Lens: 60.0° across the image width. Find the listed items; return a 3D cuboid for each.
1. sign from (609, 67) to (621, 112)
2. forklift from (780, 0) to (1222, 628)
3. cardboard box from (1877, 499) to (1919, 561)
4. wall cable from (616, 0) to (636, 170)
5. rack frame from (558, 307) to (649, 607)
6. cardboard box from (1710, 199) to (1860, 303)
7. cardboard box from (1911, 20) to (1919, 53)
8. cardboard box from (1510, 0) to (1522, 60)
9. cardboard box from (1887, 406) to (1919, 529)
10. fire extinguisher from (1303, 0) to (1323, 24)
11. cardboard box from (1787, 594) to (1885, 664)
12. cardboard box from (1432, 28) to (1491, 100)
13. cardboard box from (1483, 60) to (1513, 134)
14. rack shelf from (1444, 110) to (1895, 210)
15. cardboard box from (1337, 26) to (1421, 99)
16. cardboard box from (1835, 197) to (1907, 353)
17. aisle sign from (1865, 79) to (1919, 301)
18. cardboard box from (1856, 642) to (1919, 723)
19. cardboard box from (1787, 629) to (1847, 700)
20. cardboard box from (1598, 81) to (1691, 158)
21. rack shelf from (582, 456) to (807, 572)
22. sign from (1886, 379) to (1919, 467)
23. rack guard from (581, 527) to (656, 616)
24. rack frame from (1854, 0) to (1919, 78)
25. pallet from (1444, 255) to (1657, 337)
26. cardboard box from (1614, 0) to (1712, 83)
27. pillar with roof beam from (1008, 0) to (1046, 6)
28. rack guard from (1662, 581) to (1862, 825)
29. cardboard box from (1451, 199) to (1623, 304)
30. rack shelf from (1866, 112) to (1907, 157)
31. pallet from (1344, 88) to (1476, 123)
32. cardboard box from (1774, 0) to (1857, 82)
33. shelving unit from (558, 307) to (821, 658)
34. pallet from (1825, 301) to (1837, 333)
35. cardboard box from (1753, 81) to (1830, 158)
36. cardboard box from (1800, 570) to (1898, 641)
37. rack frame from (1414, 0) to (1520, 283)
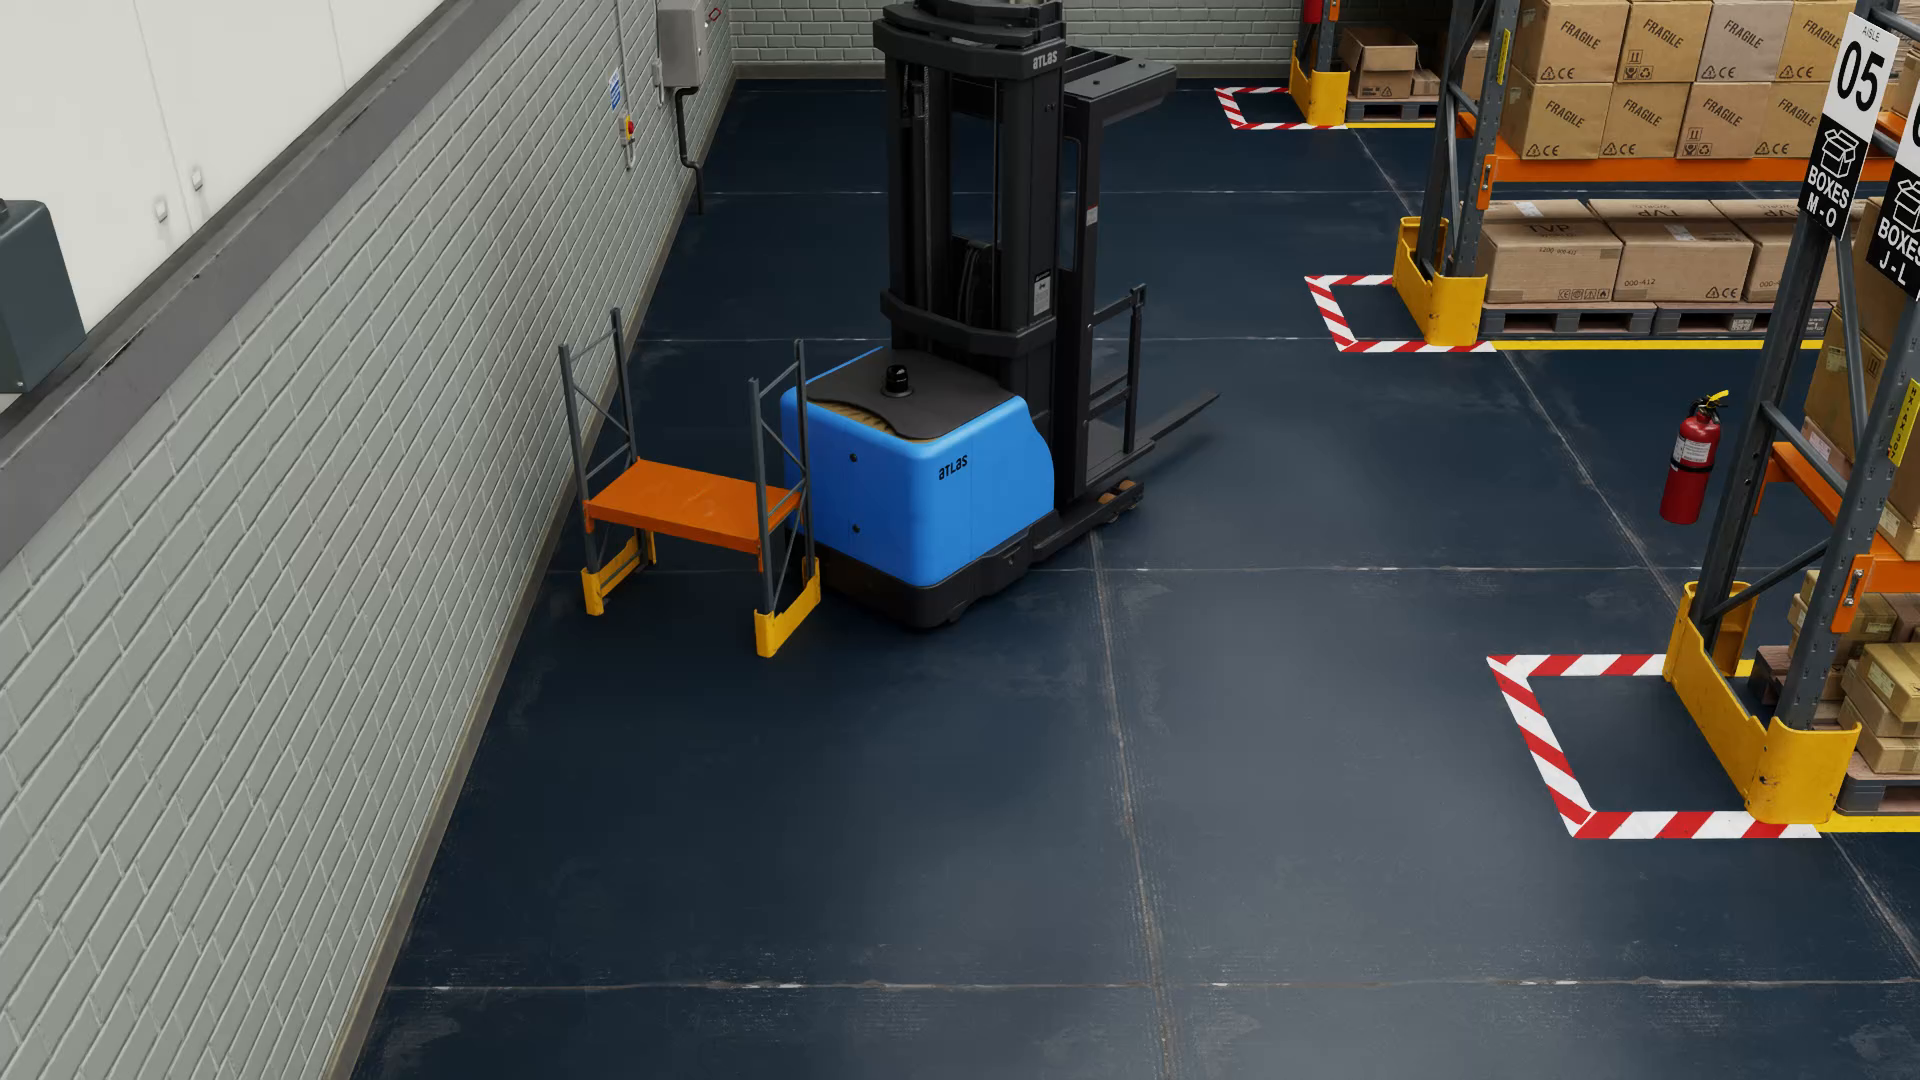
[{"bbox_3d":[-2.283,-2.980,11.009,0.001,0.218,0.327,0,31,0],"label":"sign"},{"bbox_3d":[0.401,-1.501,8.898,1.130,2.935,3.031,24,38,33],"label":"forklift"},{"bbox_3d":[3.873,-0.076,6.725,0.250,0.149,0.380,0,31,-1],"label":"cardboard box"},{"bbox_3d":[-2.222,-3.337,10.849,0.123,1.953,0.585,0,31,0],"label":"wall cable"},{"bbox_3d":[-1.797,-0.395,8.455,0.032,1.500,0.500,12,33,19],"label":"rack frame"},{"bbox_3d":[5.892,-2.067,11.829,0.875,0.438,0.875,-1,31,-2],"label":"cardboard box"},{"bbox_3d":[4.006,-1.917,6.289,0.500,0.250,0.500,-1,31,-2],"label":"cardboard box"},{"bbox_3d":[3.897,-3.515,11.091,0.500,0.500,0.500,1,31,1],"label":"cardboard box"},{"bbox_3d":[3.998,-0.380,6.601,0.500,0.500,0.500,1,31,2],"label":"cardboard box"},{"bbox_3d":[3.238,-5.061,15.134,0.183,0.674,0.296,0,31,0],"label":"fire extinguisher"},{"bbox_3d":[4.073,0.410,7.739,0.250,0.149,0.380,-1,31,-2],"label":"cardboard box"},{"bbox_3d":[4.850,-4.540,15.846,0.500,0.500,0.700,1,31,2],"label":"cardboard box"},{"bbox_3d":[3.897,-3.101,11.373,0.500,0.500,0.500,0,31,0],"label":"cardboard box"},{"bbox_3d":[5.416,-2.618,11.367,4.000,0.370,1.077,0,31,0],"label":"rack shelf"},{"bbox_3d":[3.995,-4.559,15.874,0.637,0.503,0.797,-1,31,-2],"label":"cardboard box"},{"bbox_3d":[4.003,-1.080,6.791,0.500,0.500,0.500,-1,31,-1],"label":"cardboard box"},{"bbox_3d":[3.476,-1.308,6.007,0.004,0.787,0.394,0,31,0],"label":"aisle sign"},{"bbox_3d":[4.073,0.608,7.127,0.250,0.149,0.380,-2,31,-3],"label":"cardboard box"},{"bbox_3d":[4.072,0.577,7.750,0.250,0.149,0.380,0,31,1],"label":"cardboard box"},{"bbox_3d":[4.404,-2.831,10.927,0.500,0.500,0.500,-1,31,-1],"label":"cardboard box"},{"bbox_3d":[-1.326,-0.142,8.385,1.000,0.185,0.538,12,33,19],"label":"rack shelf"},{"bbox_3d":[3.550,-0.441,6.250,0.005,0.325,0.100,0,31,0],"label":"sign"},{"bbox_3d":[-1.796,0.139,8.779,0.087,0.250,0.587,12,33,19],"label":"rack guard"},{"bbox_3d":[3.547,-2.917,5.382,0.127,3.000,1.000,0,31,0],"label":"rack frame"},{"bbox_3d":[4.215,-1.770,11.964,1.213,0.211,1.003,0,31,0],"label":"pallet"},{"bbox_3d":[4.414,-3.249,10.652,0.500,0.500,0.500,-1,31,-2],"label":"cardboard box"},{"bbox_3d":[0.707,-6.285,10.933,0.400,9.000,9.100,0,31,0],"label":"pillar with roof beam"},{"bbox_3d":[3.623,0.716,7.587,0.348,0.500,1.175,0,31,0],"label":"rack guard"},{"bbox_3d":[4.076,-2.057,11.814,0.875,0.438,0.875,-1,31,-2],"label":"cardboard box"},{"bbox_3d":[5.547,-1.333,6.357,4.000,0.370,1.077,0,31,0],"label":"rack shelf"},{"bbox_3d":[4.256,-4.305,16.142,1.213,0.211,1.003,0,31,0],"label":"pallet"},{"bbox_3d":[5.428,-3.256,10.665,0.500,0.500,0.500,0,31,0],"label":"cardboard box"},{"bbox_3d":[-1.334,-0.298,8.295,1.083,1.500,0.587,12,33,19],"label":"shelving unit"},{"bbox_3d":[6.655,-1.778,11.977,1.213,0.211,1.003,0,31,0],"label":"pallet"},{"bbox_3d":[5.413,-2.833,10.931,0.500,0.500,0.500,1,31,1],"label":"cardboard box"},{"bbox_3d":[4.075,0.300,7.634,0.250,0.149,0.380,0,31,0],"label":"cardboard box"},{"bbox_3d":[3.416,-2.919,11.170,0.127,3.000,1.000,0,31,0],"label":"rack frame"}]
